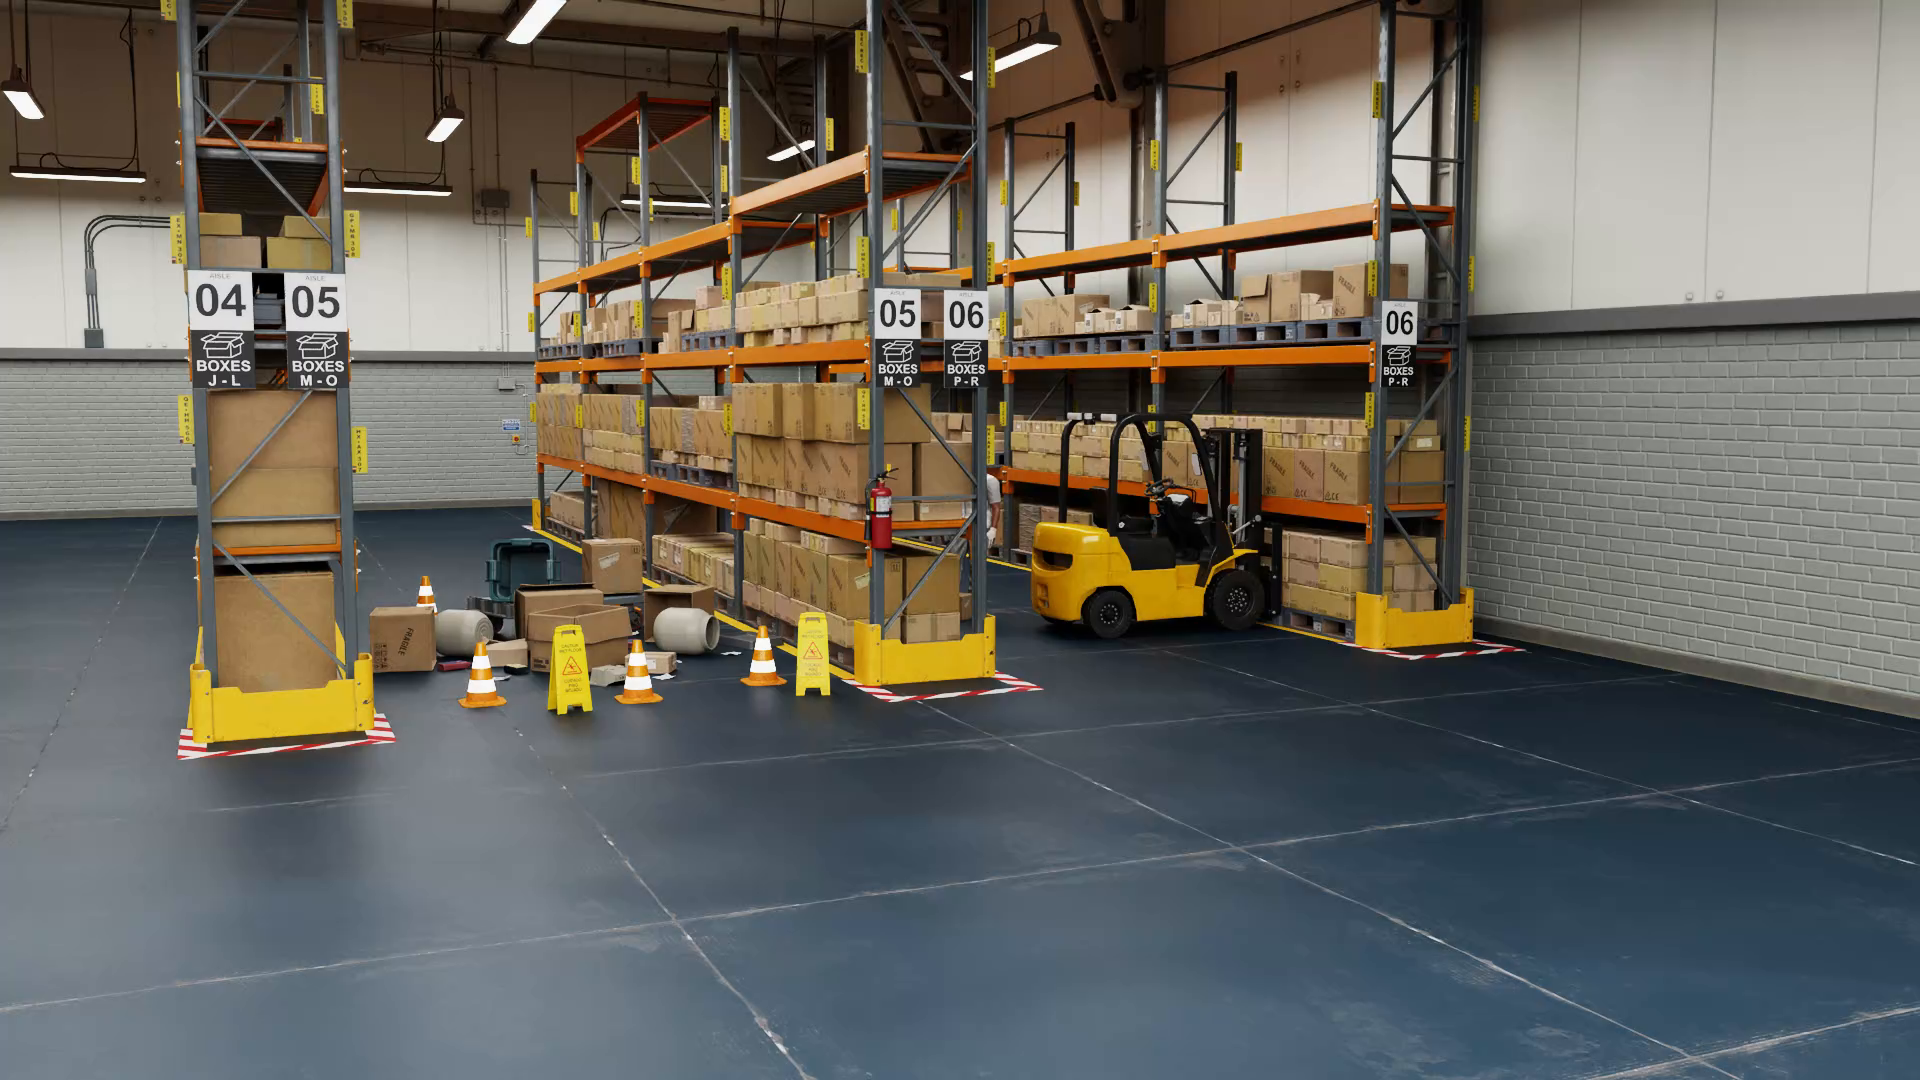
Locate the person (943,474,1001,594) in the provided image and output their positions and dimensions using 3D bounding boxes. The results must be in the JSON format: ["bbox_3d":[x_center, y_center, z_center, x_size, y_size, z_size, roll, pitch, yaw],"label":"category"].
[{"bbox_3d":[0.075,-0.095,17.512,0.656,1.782,0.577,4,6,34],"label":"person"}]
